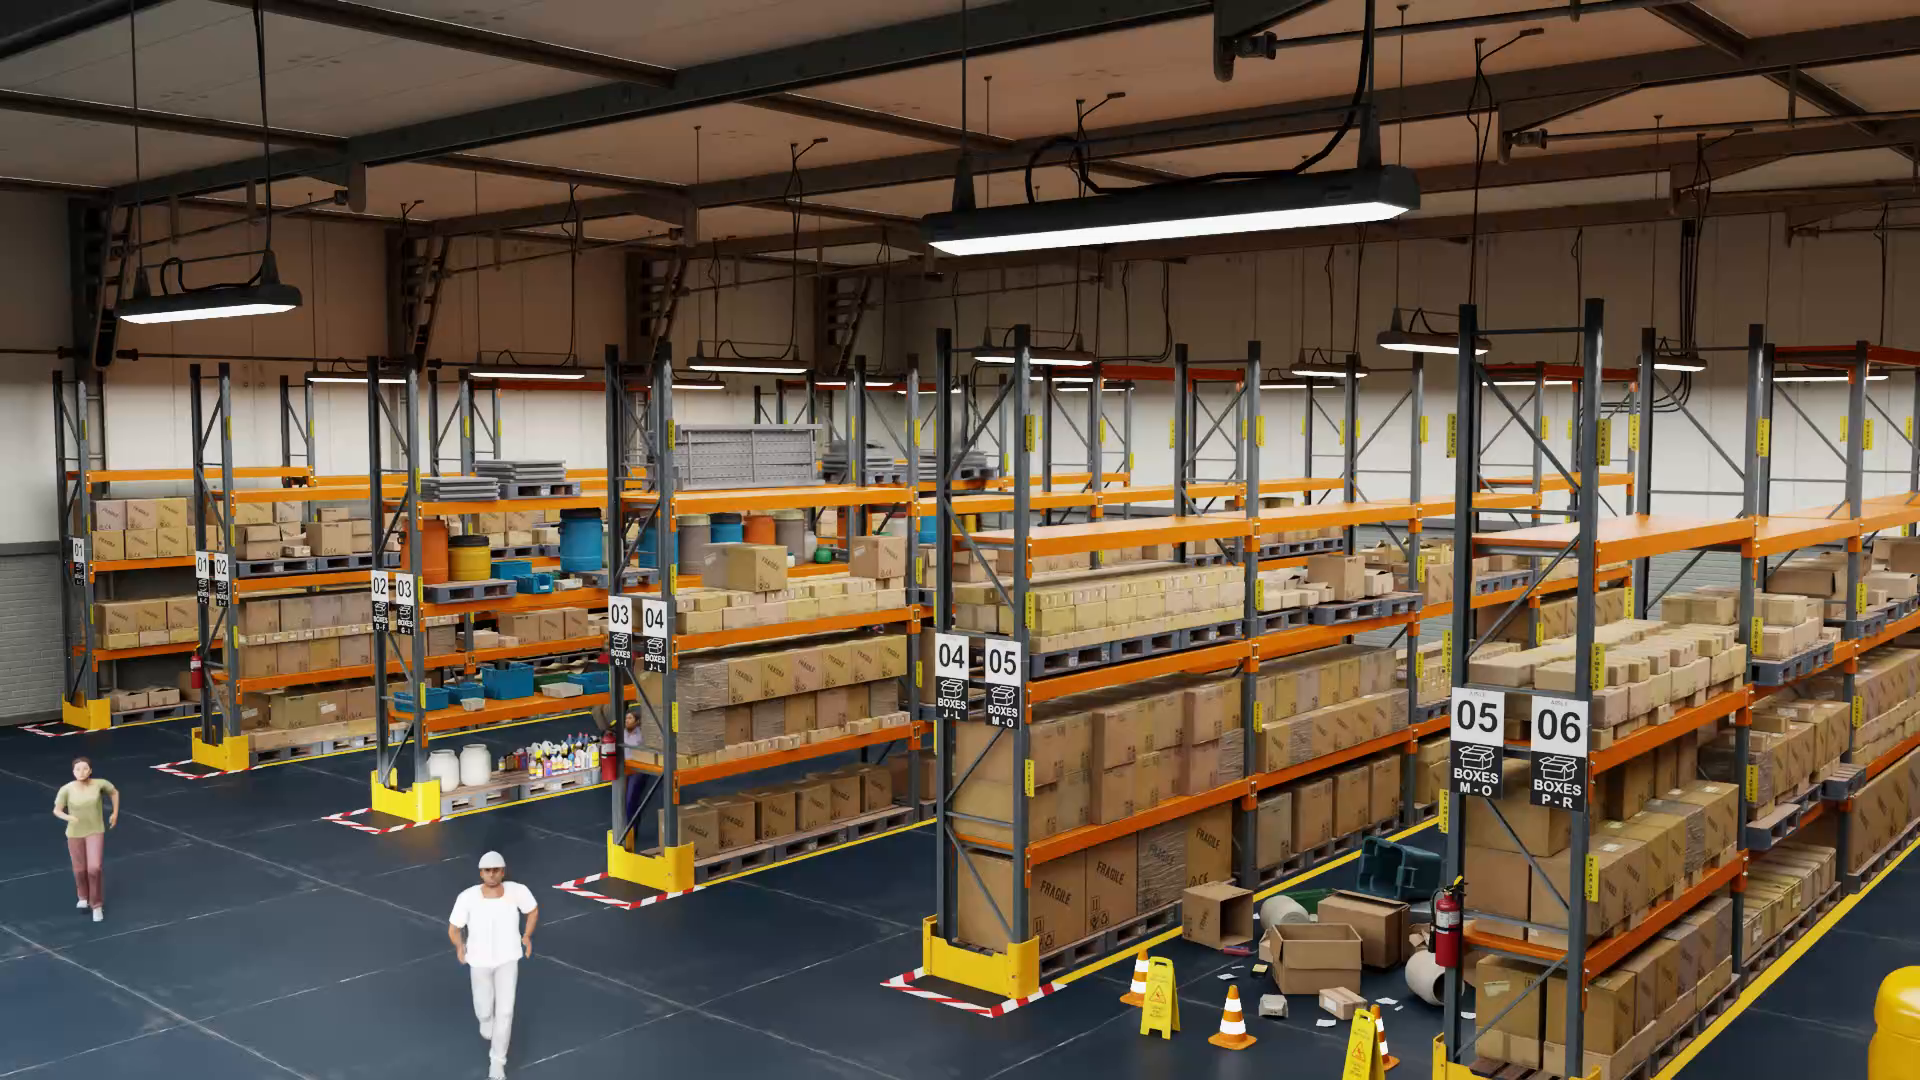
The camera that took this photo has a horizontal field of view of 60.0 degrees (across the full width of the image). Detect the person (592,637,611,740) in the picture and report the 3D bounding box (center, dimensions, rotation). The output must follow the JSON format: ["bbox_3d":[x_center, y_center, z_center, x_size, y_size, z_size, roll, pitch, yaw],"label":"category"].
[{"bbox_3d":[-5.637,2.395,26.760,0.664,1.673,0.645,3,5,32],"label":"person"}]

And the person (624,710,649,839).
[{"bbox_3d":[-4.024,2.887,20.507,0.623,1.599,0.566,2,5,25],"label":"person"}]

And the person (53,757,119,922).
[{"bbox_3d":[-9.067,3.103,17.270,0.591,1.737,0.710,-2,4,-23],"label":"person"}]

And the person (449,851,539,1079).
[{"bbox_3d":[-3.711,3.346,13.270,0.699,1.758,0.850,-1,4,-15],"label":"person"}]
